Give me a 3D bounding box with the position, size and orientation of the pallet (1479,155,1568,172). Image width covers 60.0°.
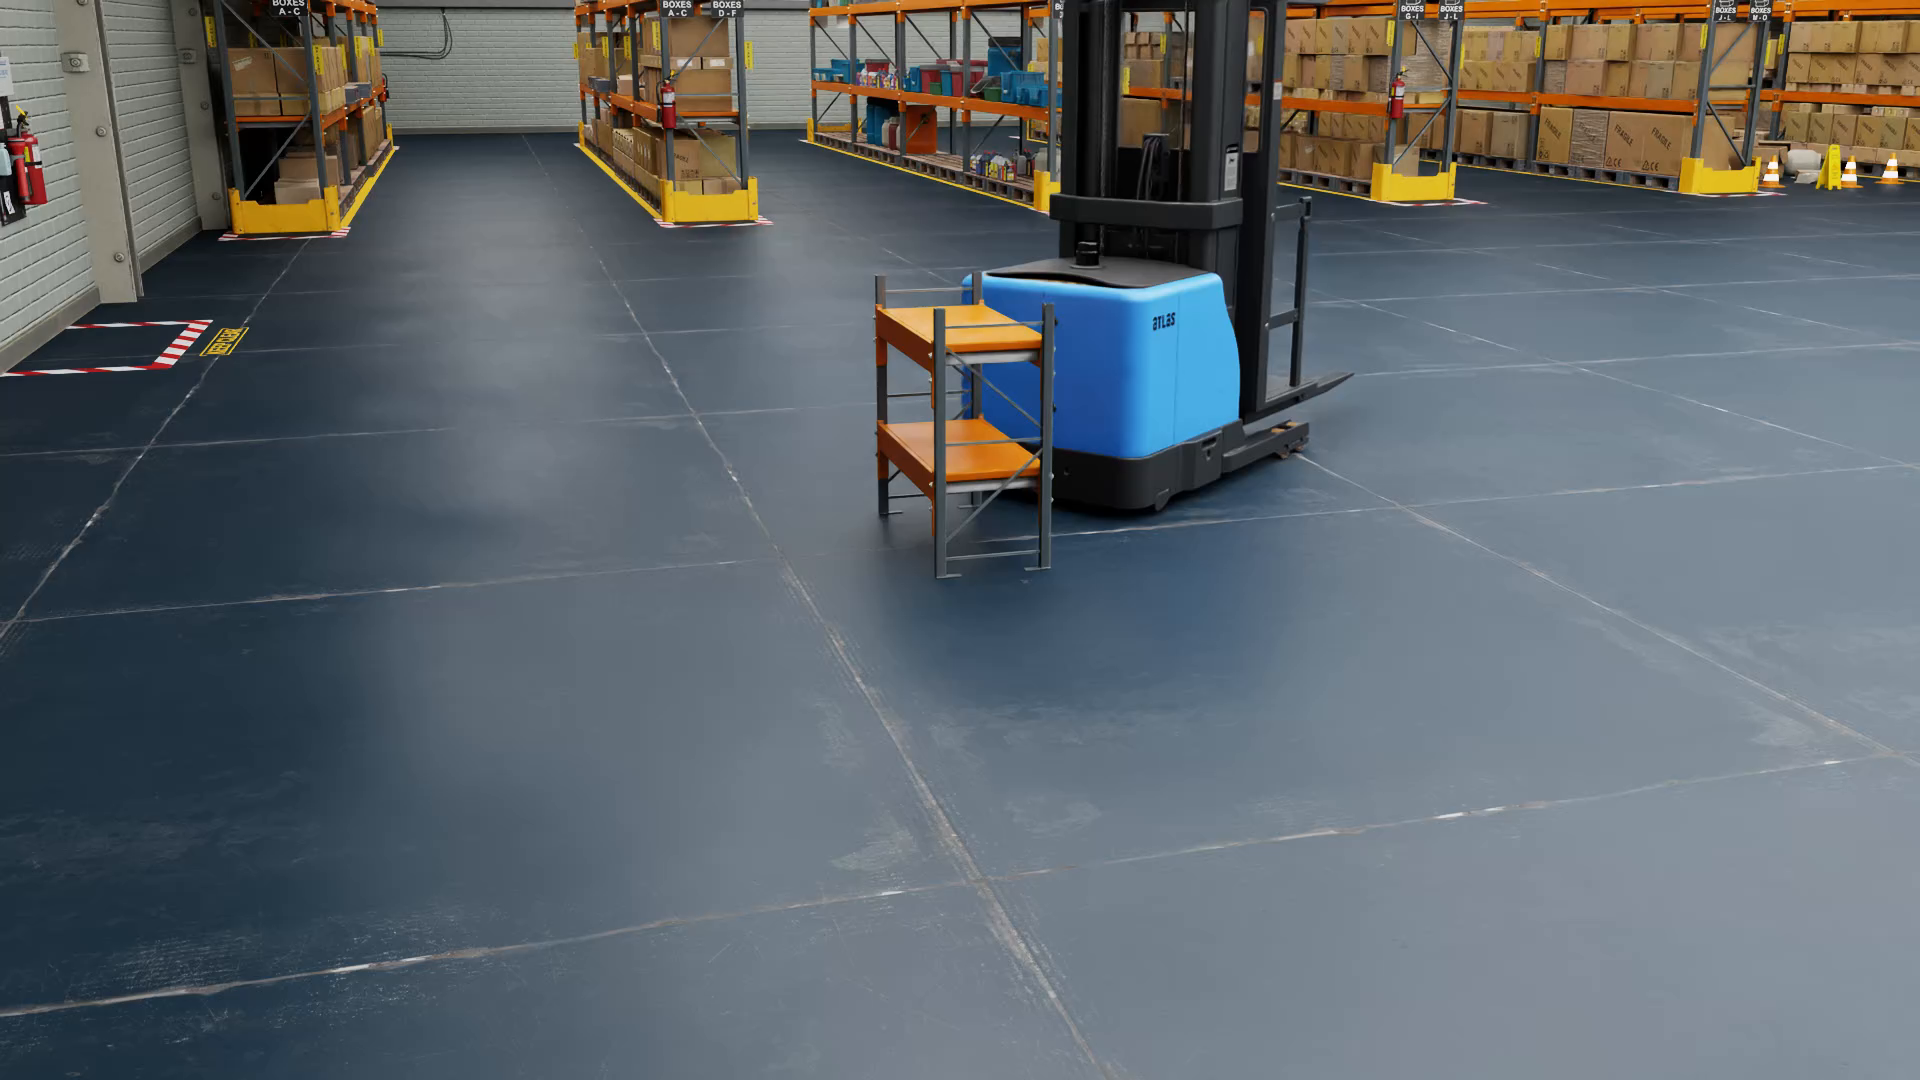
[{"bbox_3d":[9.814,-6.570,28.957,1.003,0.211,1.213,-5,17,-15],"label":"pallet"}]

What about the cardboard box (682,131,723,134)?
[{"bbox_3d":[-3.468,-5.270,22.527,0.500,0.500,0.500,-5,17,-15],"label":"cardboard box"}]

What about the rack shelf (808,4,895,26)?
[{"bbox_3d":[-2.209,-10.800,34.229,1.077,0.370,4.000,-5,17,-15],"label":"rack shelf"}]

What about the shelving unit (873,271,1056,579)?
[{"bbox_3d":[-0.002,-0.541,7.296,0.538,1.125,1.048,-5,17,-15],"label":"shelving unit"}]

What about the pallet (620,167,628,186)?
[{"bbox_3d":[-4.803,-5.755,26.244,1.003,0.211,1.213,-5,17,-15],"label":"pallet"}]

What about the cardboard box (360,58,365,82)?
[{"bbox_3d":[-10.108,-7.765,27.364,0.500,0.500,0.500,-4,17,-13],"label":"cardboard box"}]

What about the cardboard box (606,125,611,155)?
[{"bbox_3d":[-5.948,-7.055,29.305,0.500,0.500,0.500,-5,18,-17],"label":"cardboard box"}]

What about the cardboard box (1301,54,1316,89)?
[{"bbox_3d":[5.704,-7.123,25.261,0.875,0.500,0.500,-5,17,-15],"label":"cardboard box"}]

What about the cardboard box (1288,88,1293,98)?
[{"bbox_3d":[5.301,-6.925,25.727,0.380,0.149,0.250,-5,17,-15],"label":"cardboard box"}]

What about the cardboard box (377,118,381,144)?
[{"bbox_3d":[-11.565,-7.872,32.060,0.700,0.500,0.500,-4,17,-14],"label":"cardboard box"}]

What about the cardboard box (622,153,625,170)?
[{"bbox_3d":[-5.034,-5.950,26.096,0.500,0.250,0.500,-4,17,-14],"label":"cardboard box"}]

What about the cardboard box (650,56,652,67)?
[{"bbox_3d":[-3.978,-6.464,22.457,0.380,0.149,0.250,-5,17,-17],"label":"cardboard box"}]

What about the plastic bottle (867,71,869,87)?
[{"bbox_3d":[-1.724,-8.718,31.465,0.061,0.283,0.133,-5,17,-15],"label":"plastic bottle"}]

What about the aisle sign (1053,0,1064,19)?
[{"bbox_3d":[1.373,-7.037,21.147,0.394,0.787,0.004,-5,17,-15],"label":"aisle sign"}]

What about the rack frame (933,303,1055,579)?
[{"bbox_3d":[0.138,-0.400,6.828,0.500,1.125,0.032,-5,17,-15],"label":"rack frame"}]

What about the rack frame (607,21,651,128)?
[{"bbox_3d":[-5.323,-7.658,27.732,1.000,3.000,0.127,-5,17,-15],"label":"rack frame"}]

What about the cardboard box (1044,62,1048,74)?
[{"bbox_3d":[2.160,-10.287,36.228,0.500,0.250,0.500,-5,18,-17],"label":"cardboard box"}]

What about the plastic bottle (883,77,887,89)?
[{"bbox_3d":[-1.346,-8.317,30.272,0.097,0.201,0.097,0,17,0],"label":"plastic bottle"}]

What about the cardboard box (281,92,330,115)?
[{"bbox_3d":[-7.716,-5.150,19.610,0.500,0.250,0.500,-5,17,-17],"label":"cardboard box"}]

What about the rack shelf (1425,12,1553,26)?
[{"bbox_3d":[12.082,-11.975,38.141,1.077,0.370,4.000,-5,17,-15],"label":"rack shelf"}]

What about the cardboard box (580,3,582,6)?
[{"bbox_3d":[-7.218,-10.658,32.766,0.500,0.250,0.500,-5,17,-15],"label":"cardboard box"}]

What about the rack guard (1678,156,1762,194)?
[{"bbox_3d":[11.204,-5.388,24.519,1.175,0.500,0.348,-5,17,-15],"label":"rack guard"}]

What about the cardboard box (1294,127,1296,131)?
[{"bbox_3d":[7.474,-8.907,36.114,0.380,0.149,0.250,-4,17,-14],"label":"cardboard box"}]

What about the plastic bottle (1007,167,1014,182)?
[{"bbox_3d":[0.713,-5.180,23.581,0.097,0.201,0.097,0,17,0],"label":"plastic bottle"}]

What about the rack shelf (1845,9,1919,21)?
[{"bbox_3d":[19.052,-10.156,32.084,1.077,0.370,4.000,-5,17,-15],"label":"rack shelf"}]

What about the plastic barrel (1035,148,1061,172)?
[{"bbox_3d":[1.247,-5.160,23.011,0.421,0.512,0.421,0,17,0],"label":"plastic barrel"}]

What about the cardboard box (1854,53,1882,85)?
[{"bbox_3d":[15.127,-7.749,27.343,0.500,0.500,0.500,-4,17,-15],"label":"cardboard box"}]

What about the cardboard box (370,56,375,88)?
[{"bbox_3d":[-11.318,-8.667,30.569,0.980,0.700,0.700,-4,17,-14],"label":"cardboard box"}]

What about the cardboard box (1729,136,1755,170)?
[{"bbox_3d":[12.748,-6.424,27.727,0.797,0.637,0.503,-5,17,-15],"label":"cardboard box"}]

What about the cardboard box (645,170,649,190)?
[{"bbox_3d":[-3.980,-4.868,22.495,0.500,0.250,0.500,-5,17,-15],"label":"cardboard box"}]

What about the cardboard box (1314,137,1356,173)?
[{"bbox_3d":[5.784,-5.901,25.496,0.500,0.500,0.500,-6,18,-20],"label":"cardboard box"}]

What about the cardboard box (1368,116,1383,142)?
[{"bbox_3d":[8.428,-8.114,32.864,0.500,0.500,0.500,-4,17,-13],"label":"cardboard box"}]

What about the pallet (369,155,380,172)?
[{"bbox_3d":[-10.561,-6.491,28.693,1.003,0.211,1.213,-5,17,-15],"label":"pallet"}]

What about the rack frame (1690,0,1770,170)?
[{"bbox_3d":[11.198,-6.591,24.182,1.000,3.000,0.127,-5,17,-15],"label":"rack frame"}]

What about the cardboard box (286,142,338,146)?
[{"bbox_3d":[-9.395,-5.514,24.174,0.700,0.500,0.500,-5,17,-16],"label":"cardboard box"}]

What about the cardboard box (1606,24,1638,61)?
[{"bbox_3d":[10.599,-7.733,25.844,0.875,0.550,0.500,-5,17,-15],"label":"cardboard box"}]

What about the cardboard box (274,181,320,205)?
[{"bbox_3d":[-7.990,-4.174,20.042,0.500,0.311,0.500,-7,18,-22],"label":"cardboard box"}]

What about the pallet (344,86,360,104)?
[{"bbox_3d":[-9.056,-6.290,23.511,1.003,0.211,1.213,-5,17,-15],"label":"pallet"}]

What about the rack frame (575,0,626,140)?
[{"bbox_3d":[-7.522,-9.871,35.099,1.000,3.000,0.127,-5,17,-15],"label":"rack frame"}]

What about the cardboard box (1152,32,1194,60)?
[{"bbox_3d":[4.017,-9.172,30.855,0.797,0.503,0.637,-4,17,-13],"label":"cardboard box"}]

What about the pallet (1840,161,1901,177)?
[{"bbox_3d":[15.388,-6.261,27.927,1.003,0.211,1.213,-5,17,-15],"label":"pallet"}]

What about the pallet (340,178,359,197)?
[{"bbox_3d":[-9.201,-5.039,23.859,1.003,0.211,1.213,-5,17,-15],"label":"pallet"}]

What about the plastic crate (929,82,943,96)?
[{"bbox_3d":[-0.210,-7.300,26.909,0.450,0.188,0.662,-5,17,-15],"label":"plastic crate"}]

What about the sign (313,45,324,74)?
[{"bbox_3d":[-7.365,-5.510,19.076,0.100,0.325,0.005,-5,17,-15],"label":"sign"}]

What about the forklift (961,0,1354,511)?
[{"bbox_3d":[1.247,-1.907,8.704,1.130,2.935,3.031,11,20,33],"label":"forklift"}]

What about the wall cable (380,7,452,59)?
[{"bbox_3d":[-13.495,-12.457,38.678,3.097,2.526,0.112,-5,17,-15],"label":"wall cable"}]

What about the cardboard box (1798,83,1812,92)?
[{"bbox_3d":[14.728,-7.819,28.704,0.380,0.149,0.250,-4,17,-14],"label":"cardboard box"}]

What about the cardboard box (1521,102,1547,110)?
[{"bbox_3d":[12.879,-9.348,36.323,0.875,0.875,0.875,-4,17,-14],"label":"cardboard box"}]

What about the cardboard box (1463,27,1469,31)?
[{"bbox_3d":[11.749,-11.722,38.221,0.380,0.149,0.250,-5,17,-17],"label":"cardboard box"}]

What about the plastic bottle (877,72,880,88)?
[{"bbox_3d":[-1.483,-8.475,30.655,0.061,0.283,0.133,-5,17,-15],"label":"plastic bottle"}]

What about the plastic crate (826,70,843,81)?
[{"bbox_3d":[-2.563,-9.668,34.612,0.416,0.233,0.300,-5,17,-15],"label":"plastic crate"}]

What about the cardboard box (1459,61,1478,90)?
[{"bbox_3d":[9.279,-8.289,29.658,0.500,0.500,0.500,-5,17,-16],"label":"cardboard box"}]
